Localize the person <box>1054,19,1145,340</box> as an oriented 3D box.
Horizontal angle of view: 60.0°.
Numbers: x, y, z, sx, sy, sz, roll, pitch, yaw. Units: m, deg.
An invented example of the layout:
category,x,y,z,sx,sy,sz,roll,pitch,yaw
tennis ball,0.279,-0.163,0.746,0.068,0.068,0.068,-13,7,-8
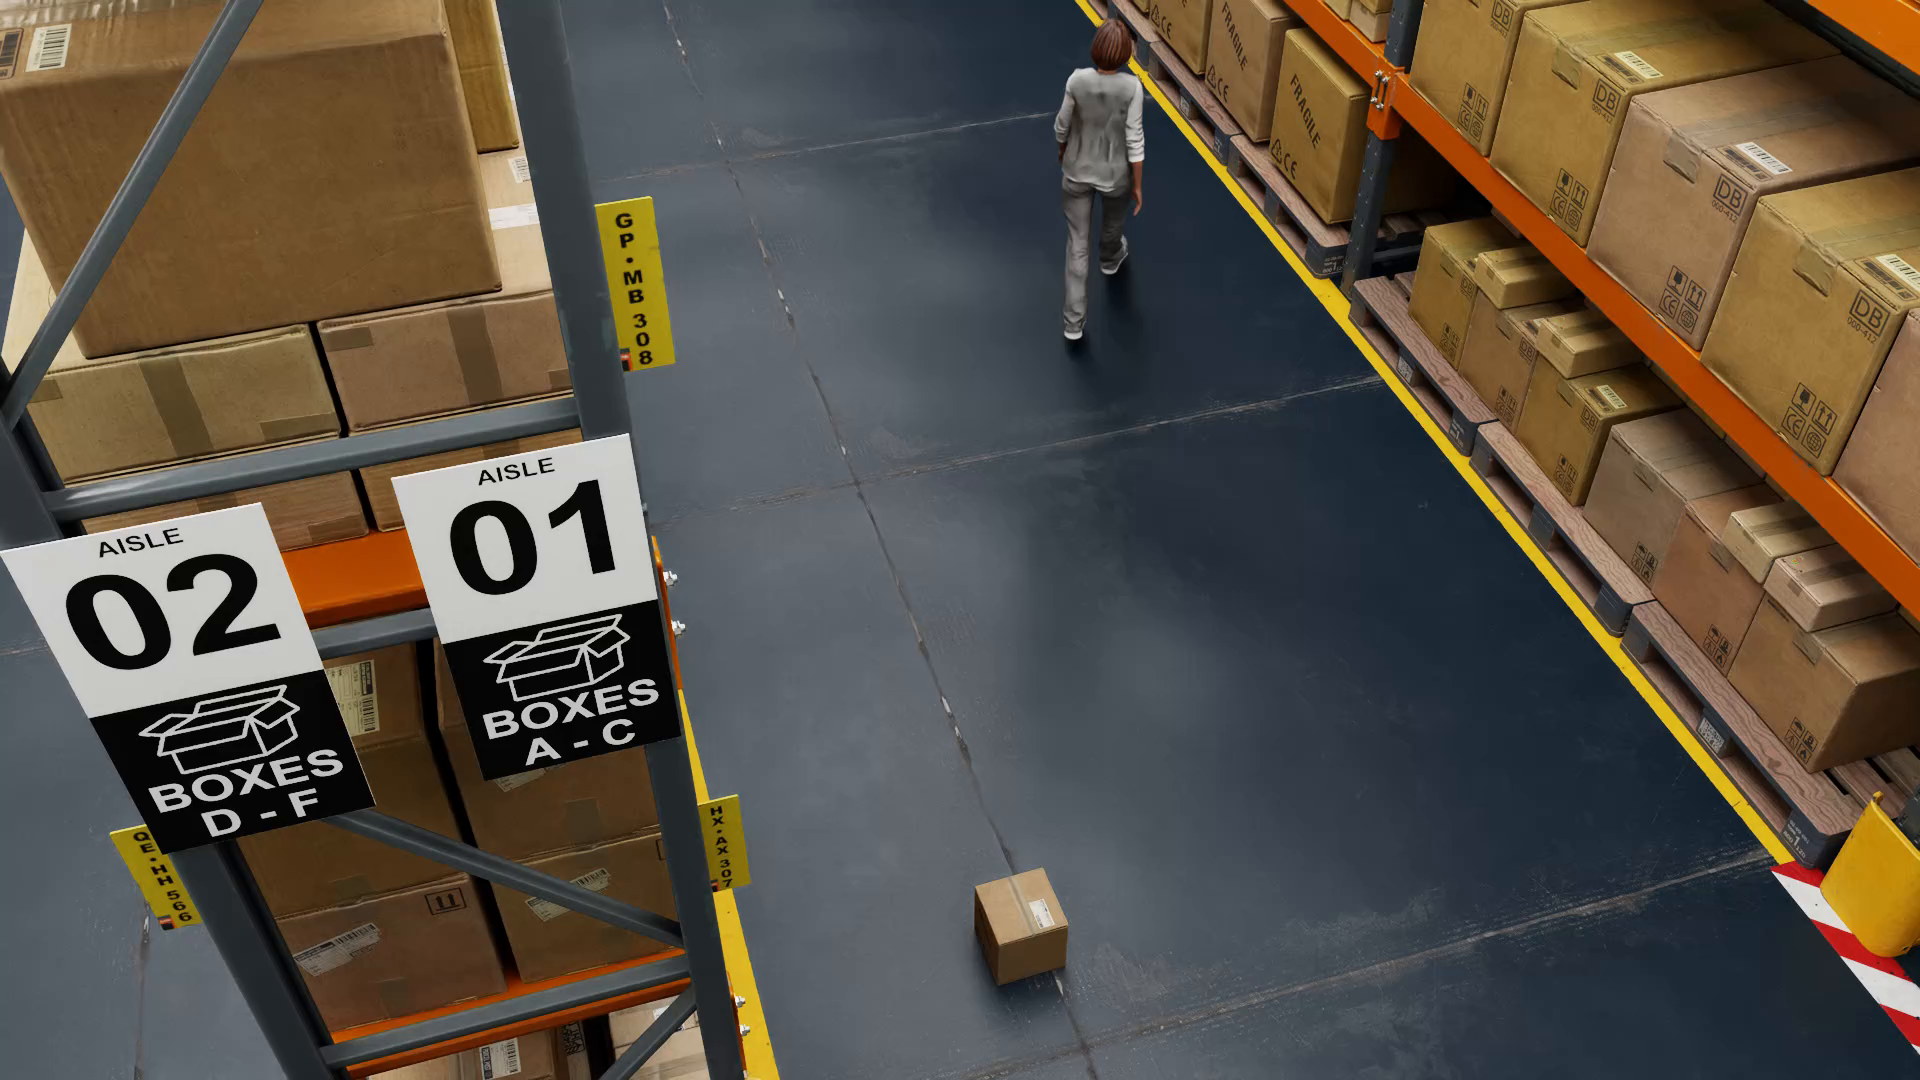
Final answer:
category,x,y,z,sx,sy,sz,roll,pitch,yaw
person,0.678,-1.832,8.129,0.453,1.539,0.938,5,43,6
